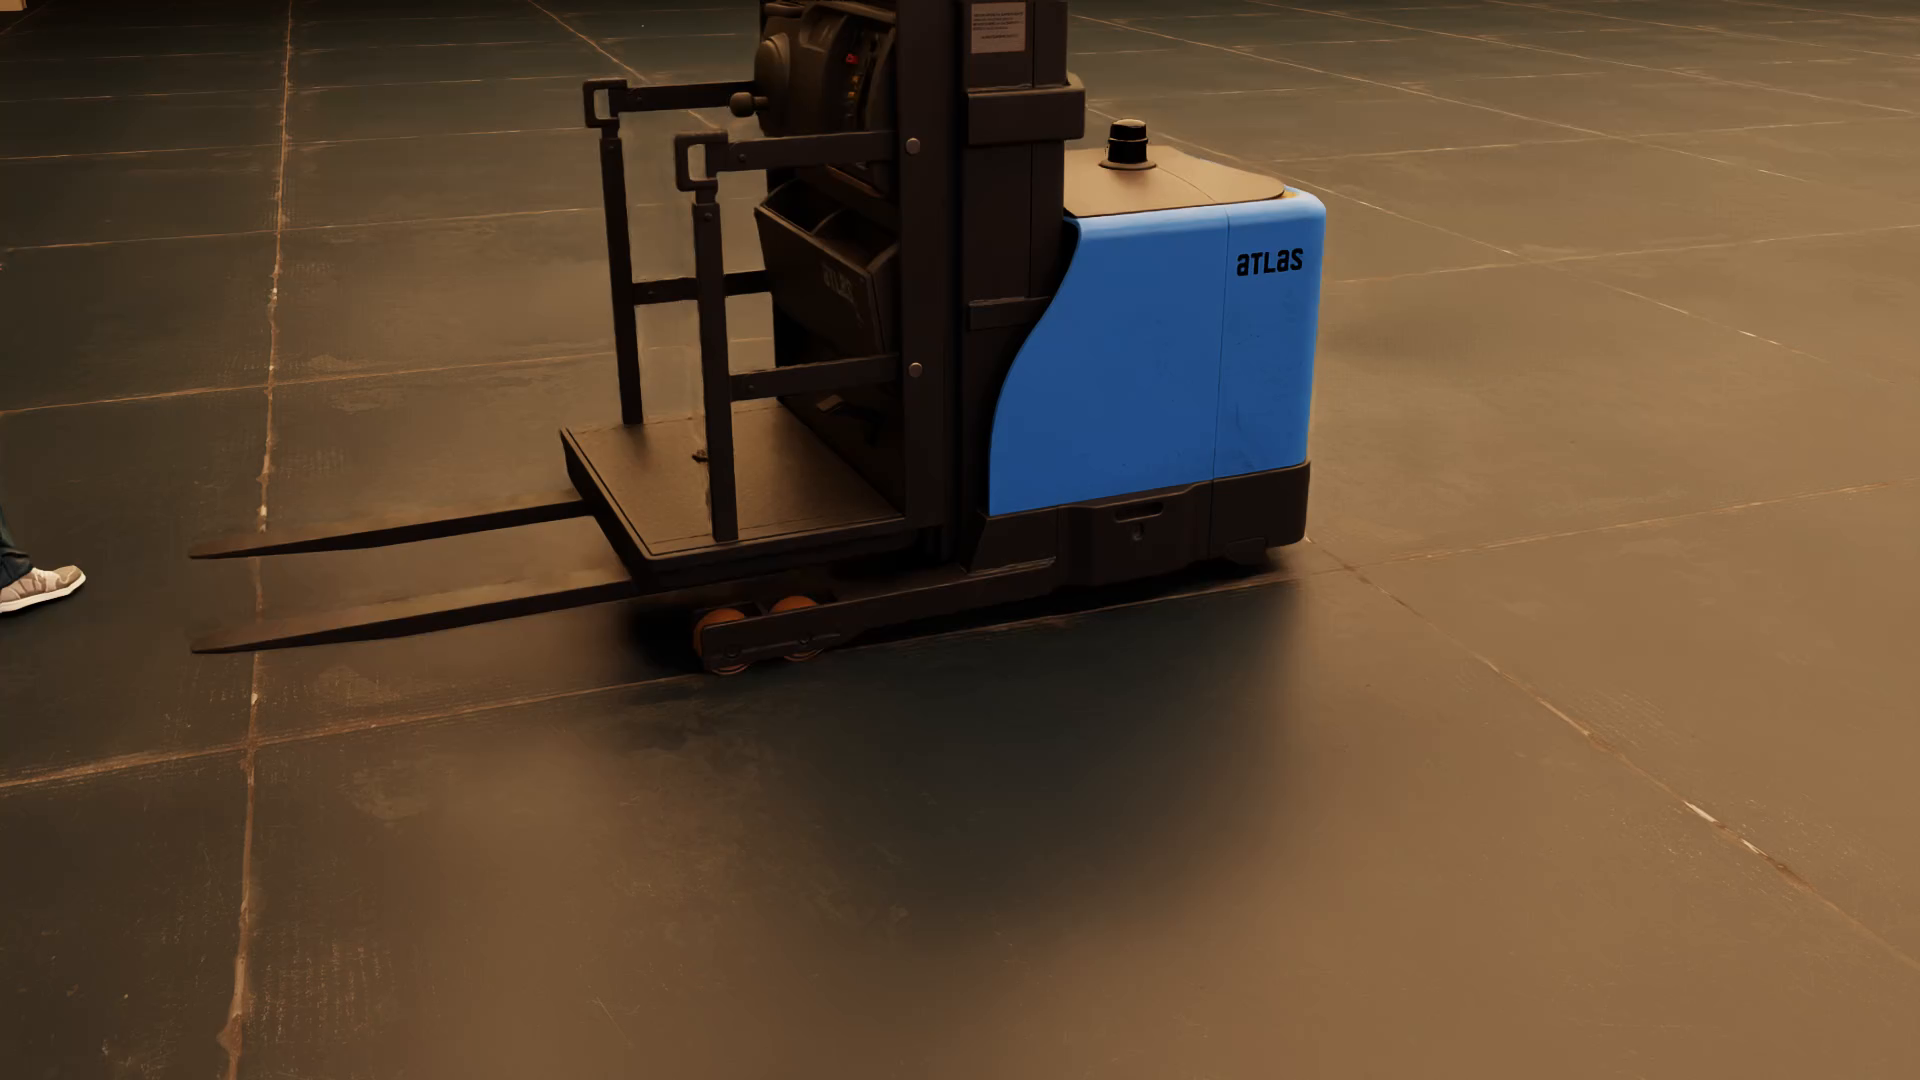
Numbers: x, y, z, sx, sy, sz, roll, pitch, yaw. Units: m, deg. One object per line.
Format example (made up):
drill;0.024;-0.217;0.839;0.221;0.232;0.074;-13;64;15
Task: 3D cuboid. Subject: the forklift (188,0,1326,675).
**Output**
forklift;-0.542;-1.238;4.242;3.031;2.935;1.130;-10;25;-22

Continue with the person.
person;-3.003;-0.584;4.675;0.599;1.390;1.106;-15;27;-32
